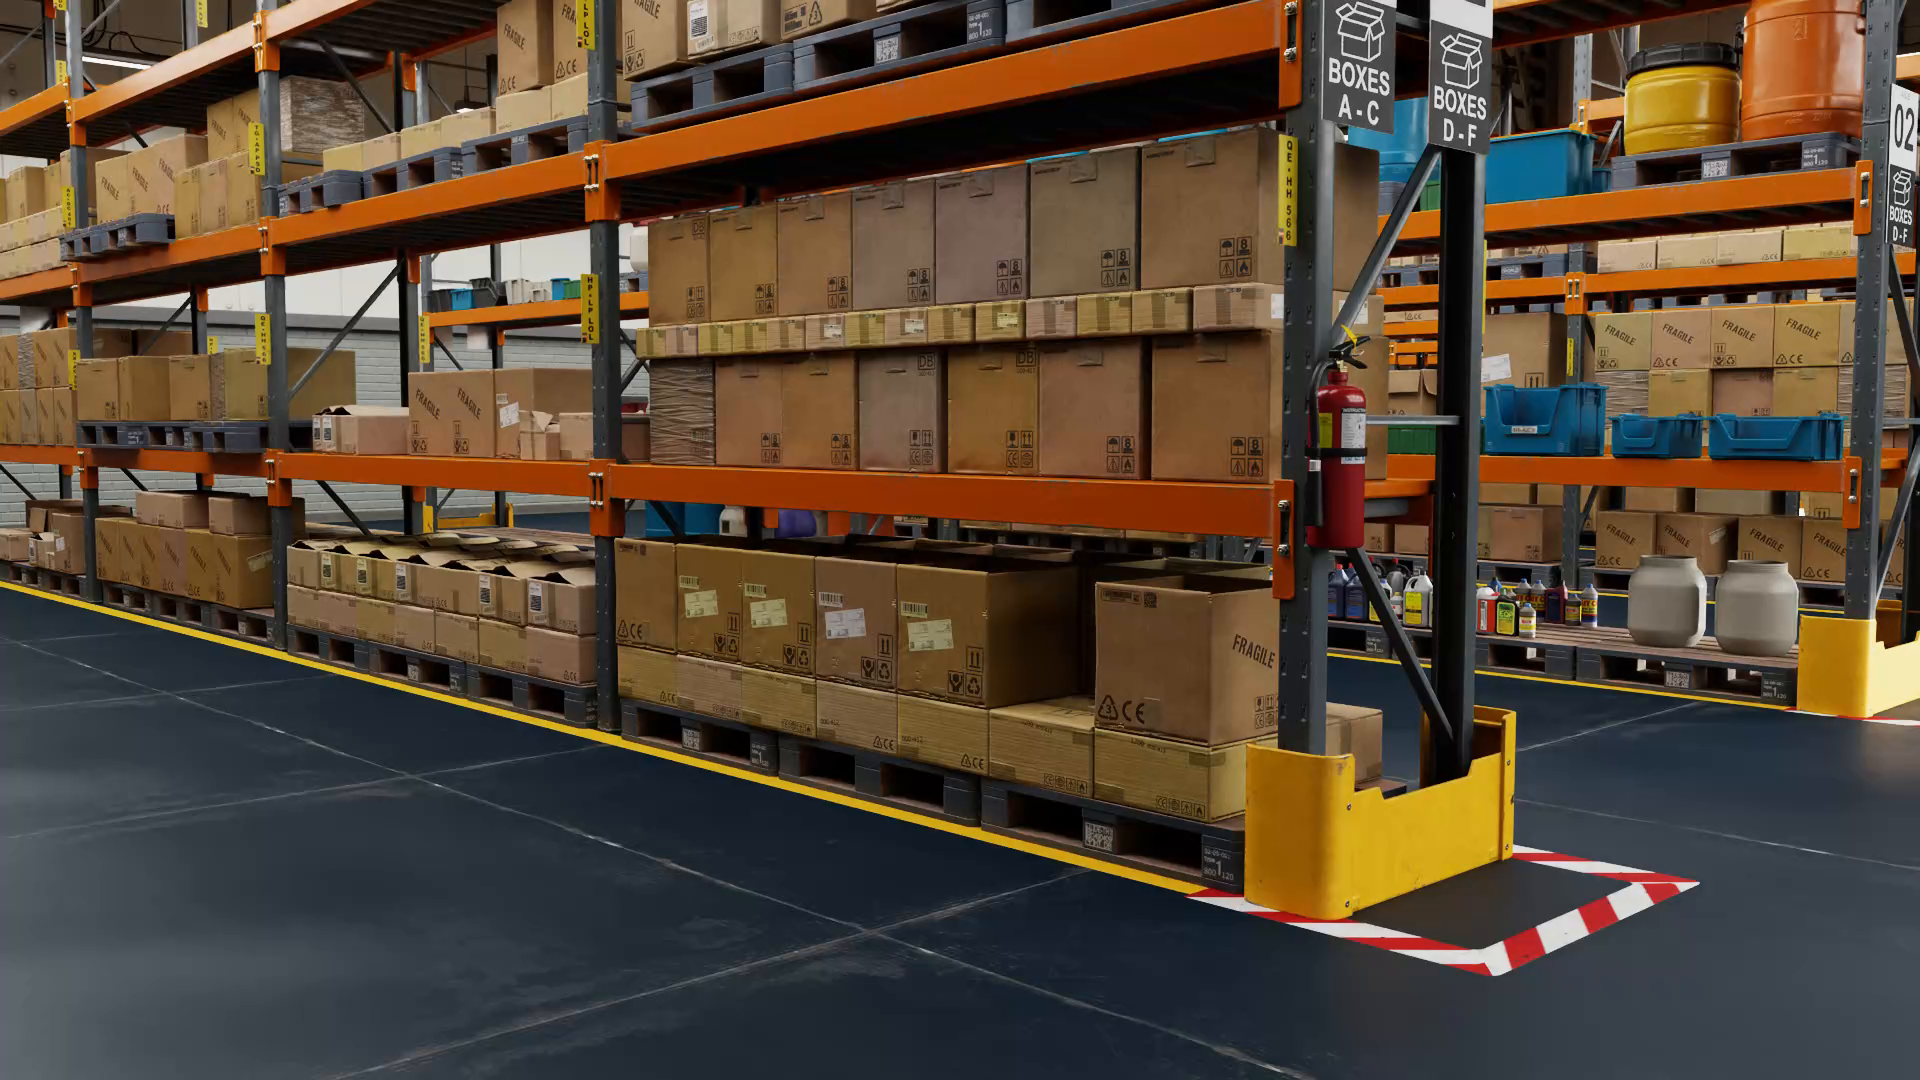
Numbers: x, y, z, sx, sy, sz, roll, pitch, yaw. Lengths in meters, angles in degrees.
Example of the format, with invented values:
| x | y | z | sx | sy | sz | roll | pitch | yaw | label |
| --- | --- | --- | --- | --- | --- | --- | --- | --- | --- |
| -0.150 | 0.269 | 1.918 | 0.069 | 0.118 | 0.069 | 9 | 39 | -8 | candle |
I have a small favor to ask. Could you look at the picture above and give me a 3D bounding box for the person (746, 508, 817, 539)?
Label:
| x | y | z | sx | sy | sz | roll | pitch | yaw | label |
| --- | --- | --- | --- | --- | --- | --- | --- | --- | --- |
| -1.160 | -0.067 | 10.726 | 0.474 | 1.642 | 0.339 | -4 | 5 | -43 | person |
